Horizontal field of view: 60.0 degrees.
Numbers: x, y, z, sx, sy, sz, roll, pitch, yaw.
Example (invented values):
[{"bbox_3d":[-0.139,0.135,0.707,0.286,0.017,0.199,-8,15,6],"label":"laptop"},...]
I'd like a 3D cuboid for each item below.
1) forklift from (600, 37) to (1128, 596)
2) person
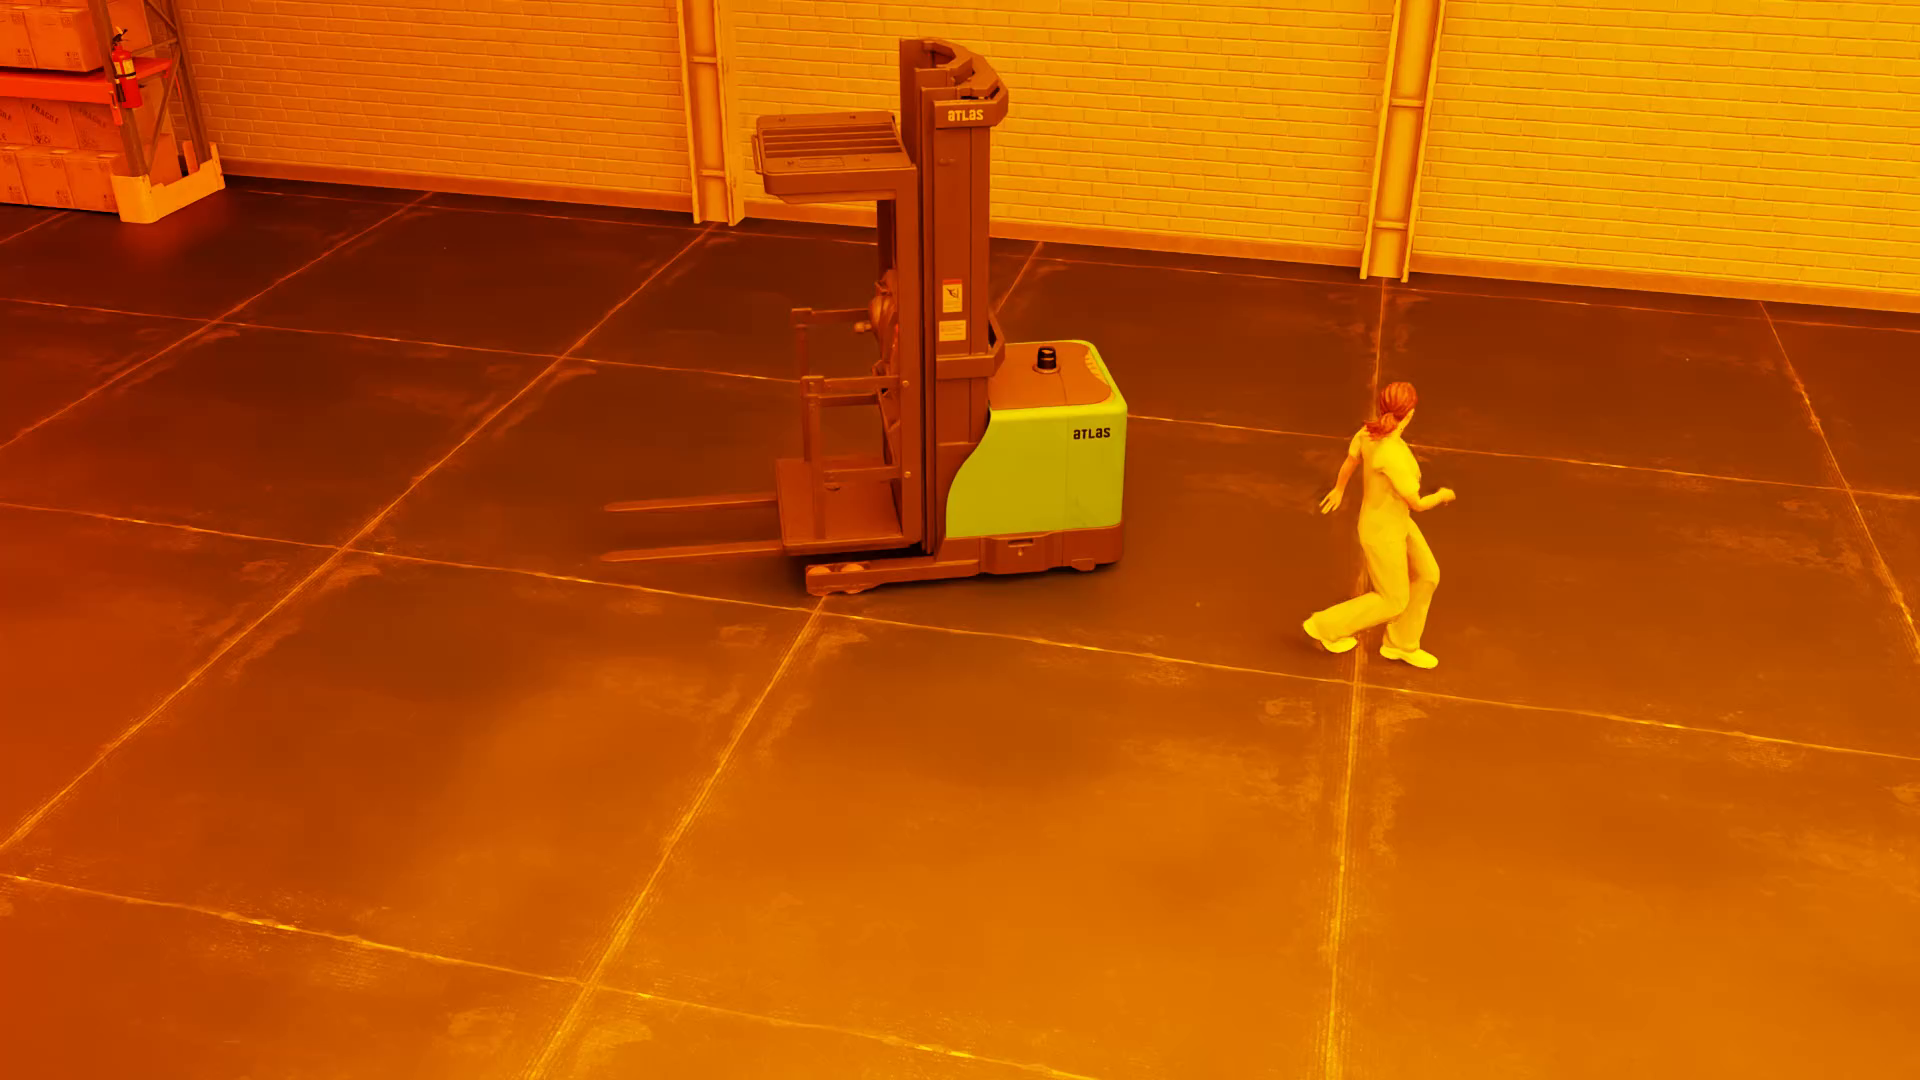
[{"bbox_3d":[-0.602,-1.232,9.345,3.031,2.935,1.130,-4,30,-7],"label":"forklift"},{"bbox_3d":[2.232,-0.084,8.685,0.731,1.599,0.515,9,31,15],"label":"person"}]
